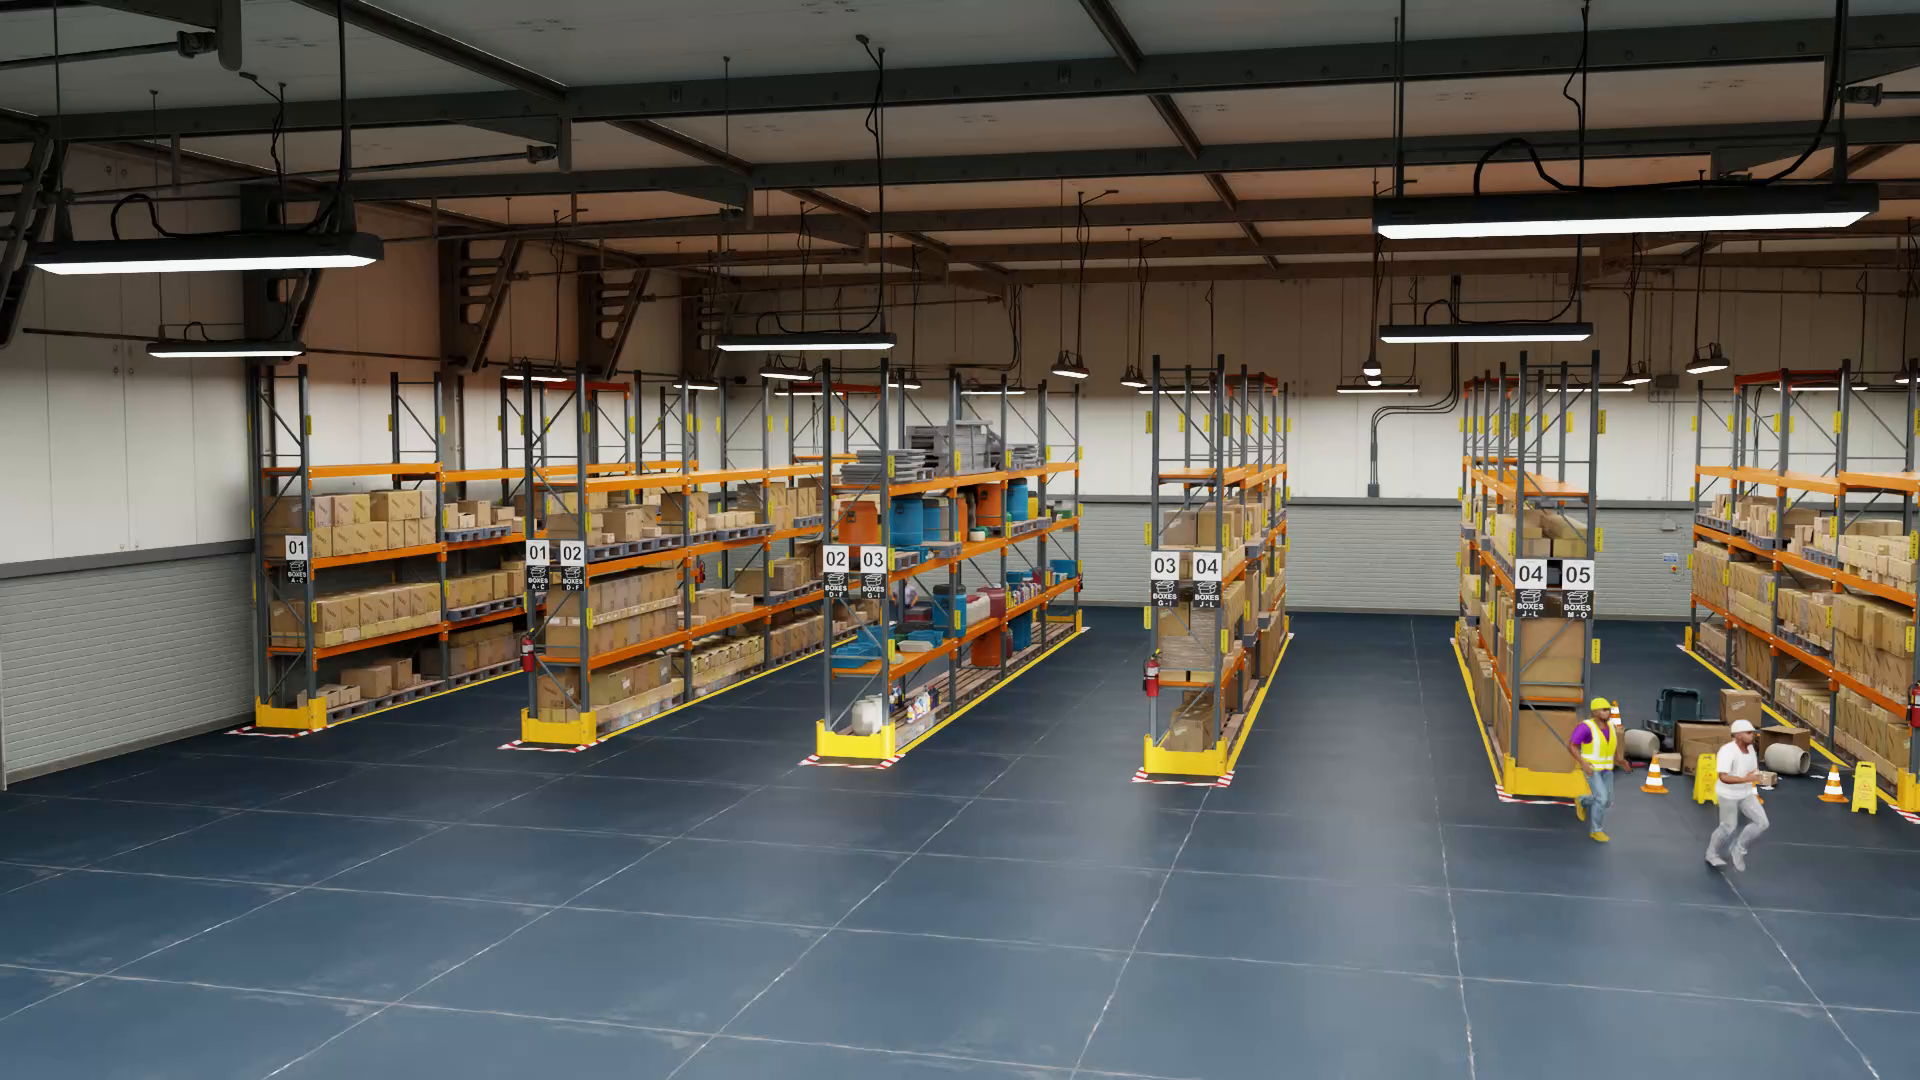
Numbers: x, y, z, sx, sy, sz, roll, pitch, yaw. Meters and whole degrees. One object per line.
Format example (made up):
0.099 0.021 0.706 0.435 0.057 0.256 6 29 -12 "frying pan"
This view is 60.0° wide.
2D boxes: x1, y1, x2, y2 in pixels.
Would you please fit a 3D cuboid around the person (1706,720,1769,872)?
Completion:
8.669 2.840 18.523 0.737 1.723 0.786 -2 4 -28 "person"

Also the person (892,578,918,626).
-1.271 1.594 37.817 0.599 1.600 0.540 0 4 5 "person"

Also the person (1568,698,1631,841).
7.682 2.755 20.238 0.684 1.716 0.680 -2 4 -23 "person"
